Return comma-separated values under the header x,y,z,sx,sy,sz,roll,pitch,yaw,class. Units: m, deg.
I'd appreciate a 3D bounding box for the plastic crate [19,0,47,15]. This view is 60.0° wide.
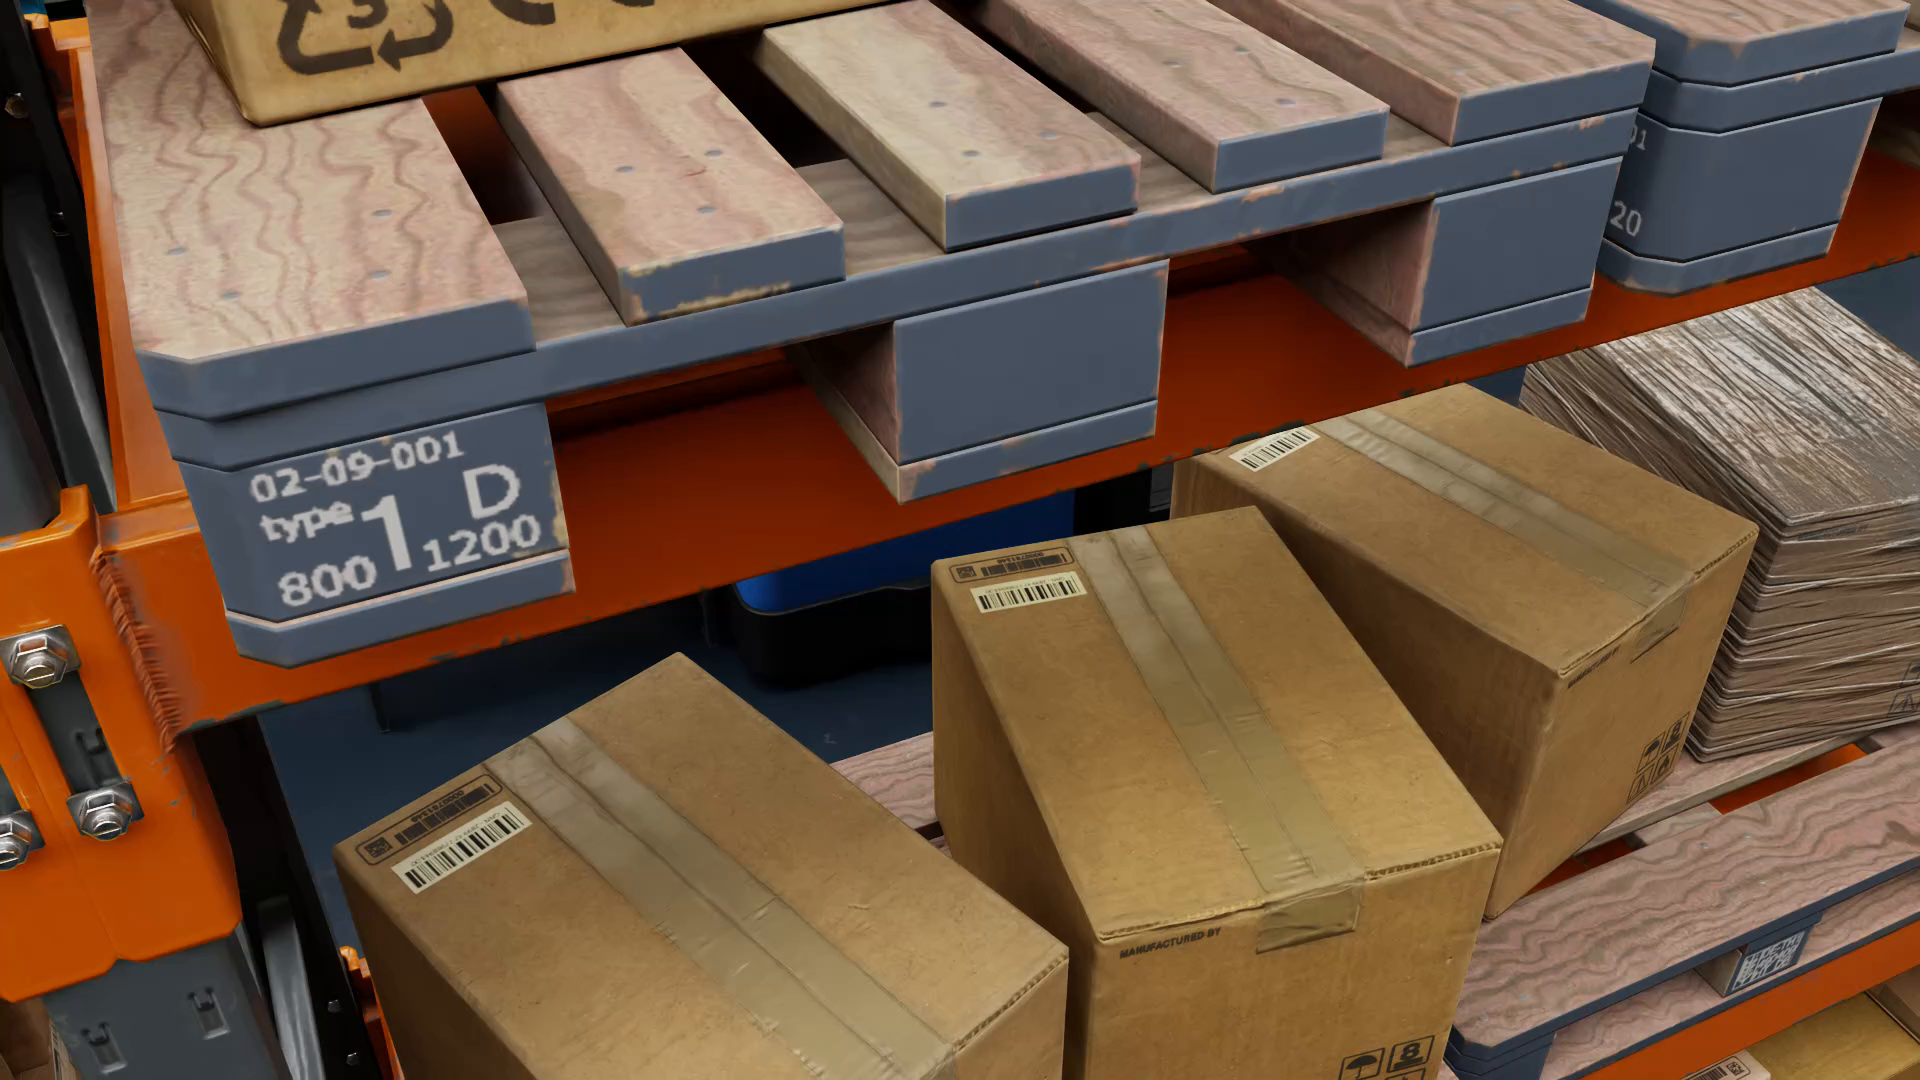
x,y,z,sx,sy,sz,roll,pitch,yaw,class
-3.205,-1.585,5.333,0.575,0.384,0.392,-16,39,-20,plastic crate

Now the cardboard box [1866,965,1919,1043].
x,y,z,sx,sy,sz,roll,pitch,yaw,class
1.999,0.696,3.394,0.500,0.250,0.500,-14,39,-18,cardboard box

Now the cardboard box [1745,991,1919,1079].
x,y,z,sx,sy,sz,roll,pitch,yaw,class
1.580,1.111,3.463,0.500,0.500,0.500,-17,40,-22,cardboard box

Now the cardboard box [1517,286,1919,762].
x,y,z,sx,sy,sz,roll,pitch,yaw,class
1.364,-0.070,2.890,0.500,0.500,0.700,-9,37,-11,cardboard box

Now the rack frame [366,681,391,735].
x,y,z,sx,sy,sz,roll,pitch,yaw,class
-1.814,-0.162,4.710,0.032,1.500,0.500,-14,39,-18,rack frame

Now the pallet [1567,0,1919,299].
x,y,z,sx,sy,sz,roll,pitch,yaw,class
0.732,-0.718,1.840,1.003,0.211,1.213,-16,39,-20,pallet

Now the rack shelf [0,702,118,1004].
x,y,z,sx,sy,sz,roll,pitch,yaw,class
-2.636,0.393,0.789,4.000,0.370,1.077,-16,39,-20,rack shelf

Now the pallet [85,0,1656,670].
x,y,z,sx,sy,sz,roll,pitch,yaw,class
-0.205,-0.454,1.484,1.003,0.211,1.213,-16,39,-20,pallet

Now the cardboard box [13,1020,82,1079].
x,y,z,sx,sy,sz,roll,pitch,yaw,class
-1.403,0.744,2.145,0.500,0.500,0.500,-15,39,-19,cardboard box

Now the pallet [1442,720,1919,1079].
x,y,z,sx,sy,sz,roll,pitch,yaw,class
1.037,0.362,2.906,1.213,0.211,1.003,-16,39,-20,pallet

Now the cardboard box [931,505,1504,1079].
x,y,z,sx,sy,sz,roll,pitch,yaw,class
0.294,0.386,2.275,0.500,0.500,0.700,-10,38,-13,cardboard box

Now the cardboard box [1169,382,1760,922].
x,y,z,sx,sy,sz,roll,pitch,yaw,class
0.747,0.113,2.643,0.500,0.500,0.700,-26,44,-31,cardboard box

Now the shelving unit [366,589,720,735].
x,y,z,sx,sy,sz,roll,pitch,yaw,class
-1.345,-0.279,4.868,1.048,1.500,0.538,-14,39,-18,shelving unit

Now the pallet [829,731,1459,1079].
x,y,z,sx,sy,sz,roll,pitch,yaw,class
-0.056,0.736,2.401,1.213,0.211,1.003,-16,39,-20,pallet

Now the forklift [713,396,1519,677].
x,y,z,sx,sy,sz,roll,pitch,yaw,class
0.577,-1.321,5.070,3.031,2.935,1.130,-14,39,-18,forklift

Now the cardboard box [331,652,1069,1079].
x,y,z,sx,sy,sz,roll,pitch,yaw,class
-0.302,0.594,1.995,0.500,0.500,0.700,-30,46,-34,cardboard box

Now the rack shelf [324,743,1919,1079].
x,y,z,sx,sy,sz,roll,pitch,yaw,class
0.985,0.585,3.047,4.000,0.370,1.077,-16,39,-20,rack shelf

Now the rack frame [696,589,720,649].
x,y,z,sx,sy,sz,roll,pitch,yaw,class
-0.876,-0.397,5.026,0.032,1.500,0.500,-14,39,-18,rack frame

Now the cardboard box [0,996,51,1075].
x,y,z,sx,sy,sz,roll,pitch,yaw,class
-1.372,0.328,1.866,0.500,0.500,0.500,-15,39,-19,cardboard box

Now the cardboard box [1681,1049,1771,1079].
x,y,z,sx,sy,sz,roll,pitch,yaw,class
1.075,0.957,3.041,0.500,0.250,0.500,-16,40,-21,cardboard box

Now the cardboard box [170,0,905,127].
x,y,z,sx,sy,sz,roll,pitch,yaw,class
-0.338,-0.739,1.190,0.600,0.600,0.600,-19,41,-24,cardboard box

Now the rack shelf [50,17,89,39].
x,y,z,sx,sy,sz,roll,pitch,yaw,class
-4.737,-1.075,5.285,4.000,0.370,1.077,-16,39,-20,rack shelf

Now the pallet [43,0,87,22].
x,y,z,sx,sy,sz,roll,pitch,yaw,class
-5.753,-3.271,9.982,1.213,0.211,1.003,-16,39,-20,pallet

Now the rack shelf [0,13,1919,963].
x,y,z,sx,sy,sz,roll,pitch,yaw,class
0.985,-0.620,2.154,4.000,0.370,1.077,-16,39,-20,rack shelf
